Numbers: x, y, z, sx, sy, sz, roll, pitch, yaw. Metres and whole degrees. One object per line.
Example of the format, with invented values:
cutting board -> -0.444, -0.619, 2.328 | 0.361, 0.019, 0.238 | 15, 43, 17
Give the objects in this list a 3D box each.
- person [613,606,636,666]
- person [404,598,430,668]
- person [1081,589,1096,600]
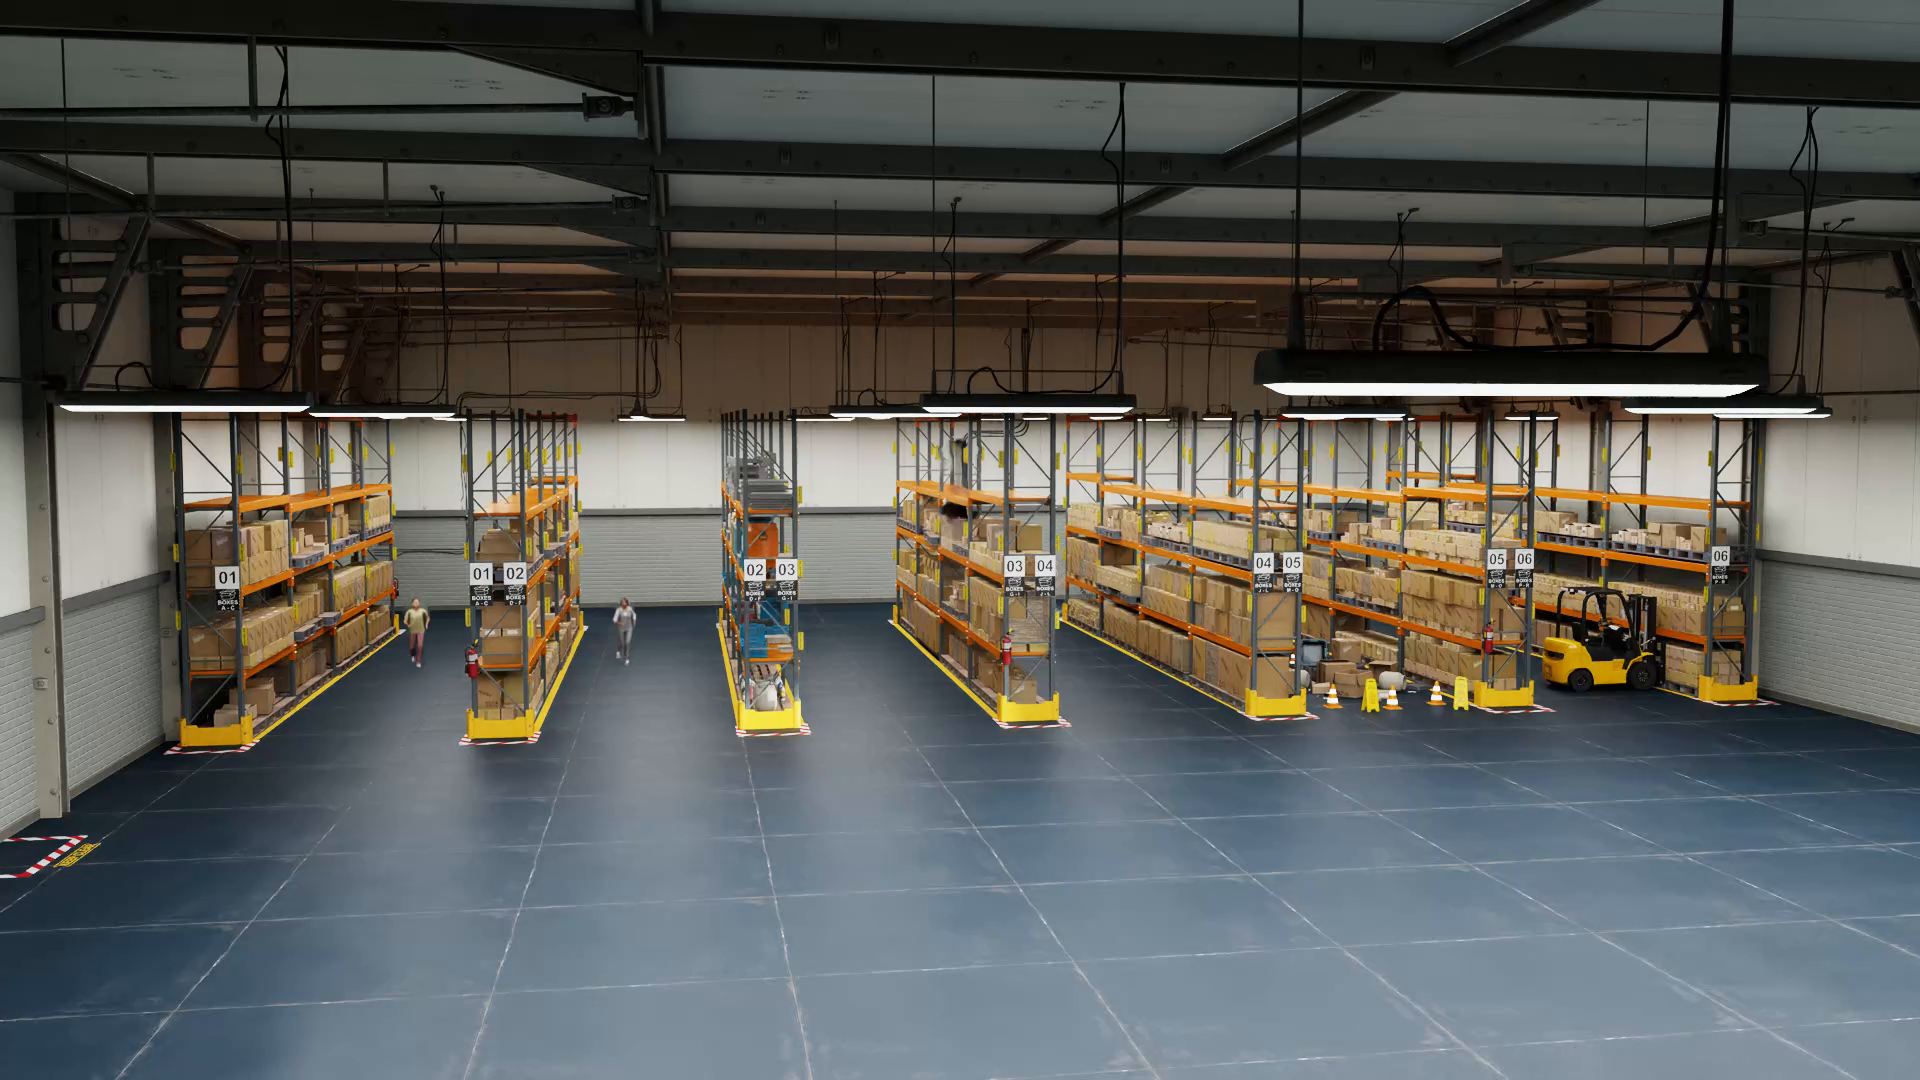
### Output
person -> -7.996, 2.272, 39.735 | 0.525, 1.385, 0.850 | -1, 4, -18
person -> -12.794, 2.173, 39.202 | 0.588, 1.628, 0.758 | -1, 4, -18
person -> 3.941, 1.415, 49.693 | 0.754, 1.783, 0.633 | -1, 4, -18
